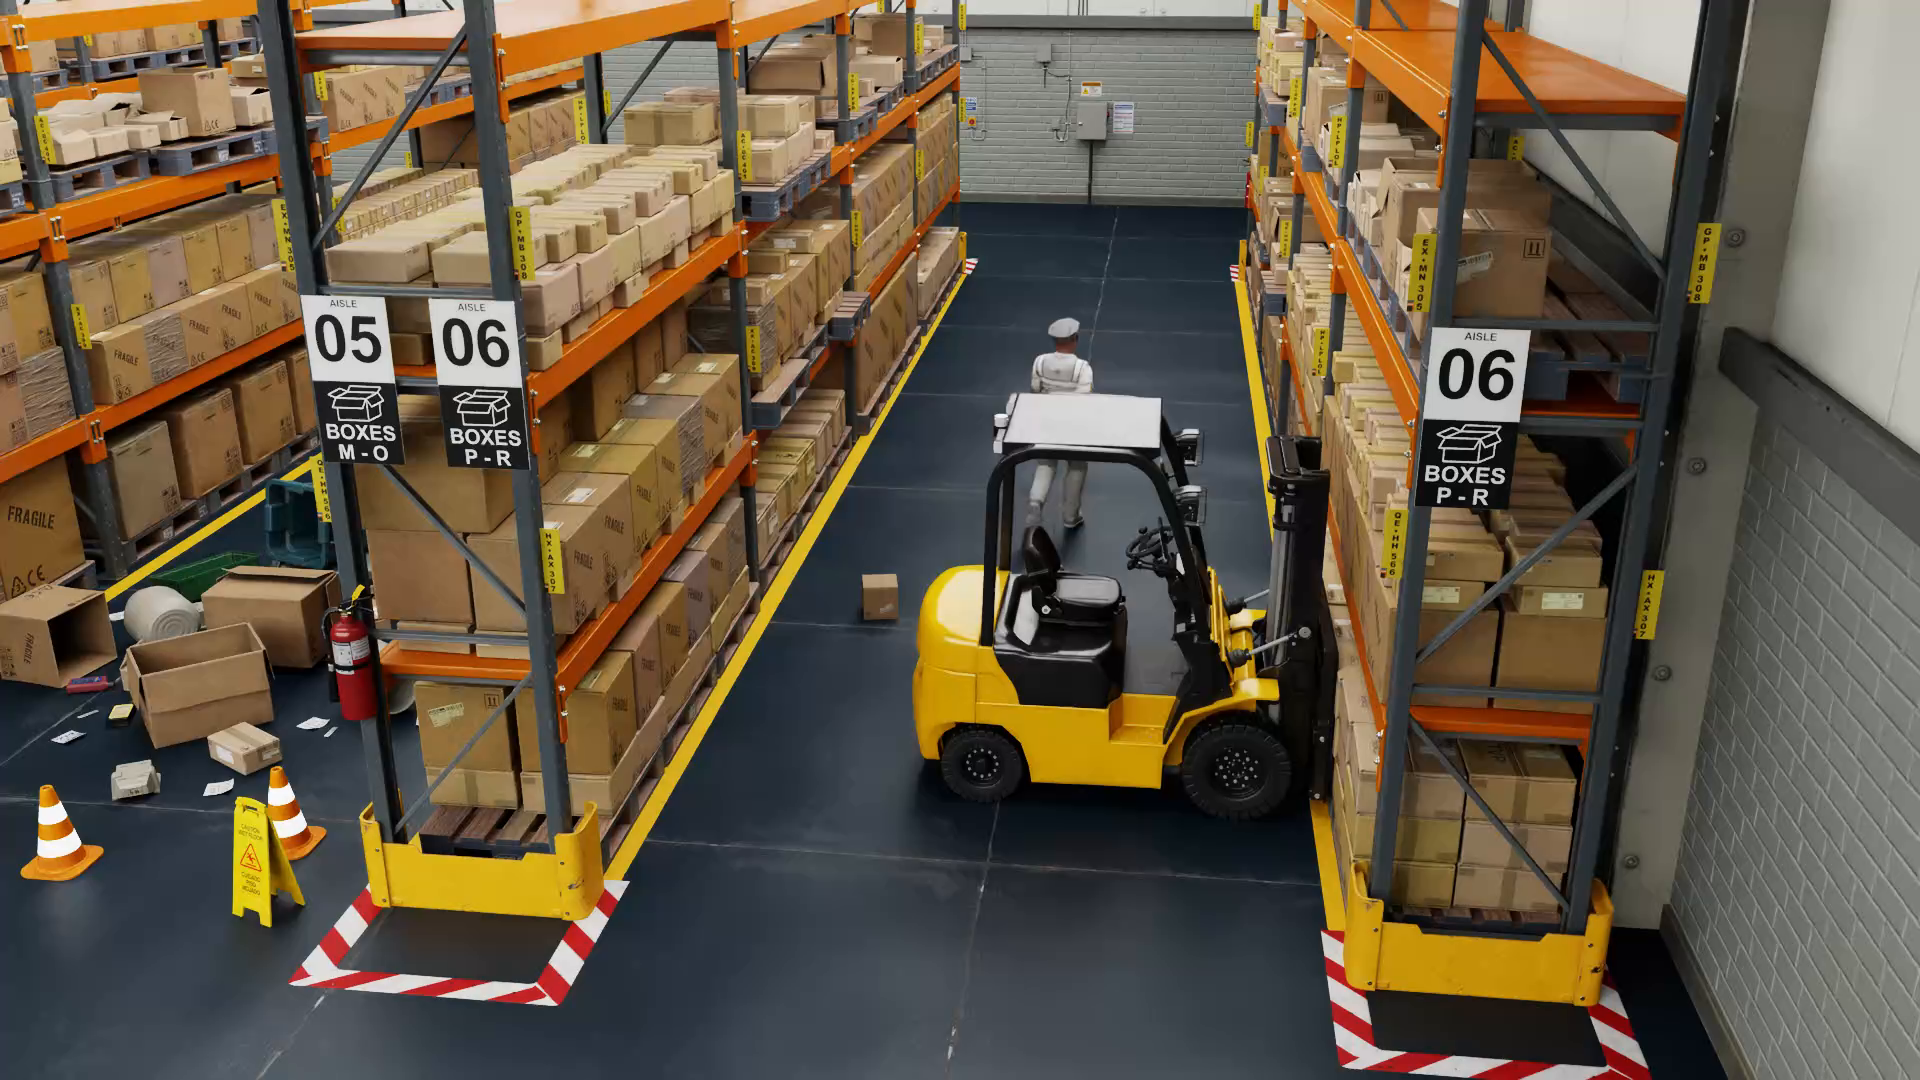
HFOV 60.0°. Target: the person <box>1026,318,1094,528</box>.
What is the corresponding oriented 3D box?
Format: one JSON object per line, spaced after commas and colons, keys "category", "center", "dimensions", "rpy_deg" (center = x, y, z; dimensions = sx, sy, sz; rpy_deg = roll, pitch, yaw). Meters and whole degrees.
{"category": "person", "center": [0.816, -0.913, 13.351], "dimensions": [0.536, 1.753, 0.687], "rpy_deg": [8, 22, 20]}
